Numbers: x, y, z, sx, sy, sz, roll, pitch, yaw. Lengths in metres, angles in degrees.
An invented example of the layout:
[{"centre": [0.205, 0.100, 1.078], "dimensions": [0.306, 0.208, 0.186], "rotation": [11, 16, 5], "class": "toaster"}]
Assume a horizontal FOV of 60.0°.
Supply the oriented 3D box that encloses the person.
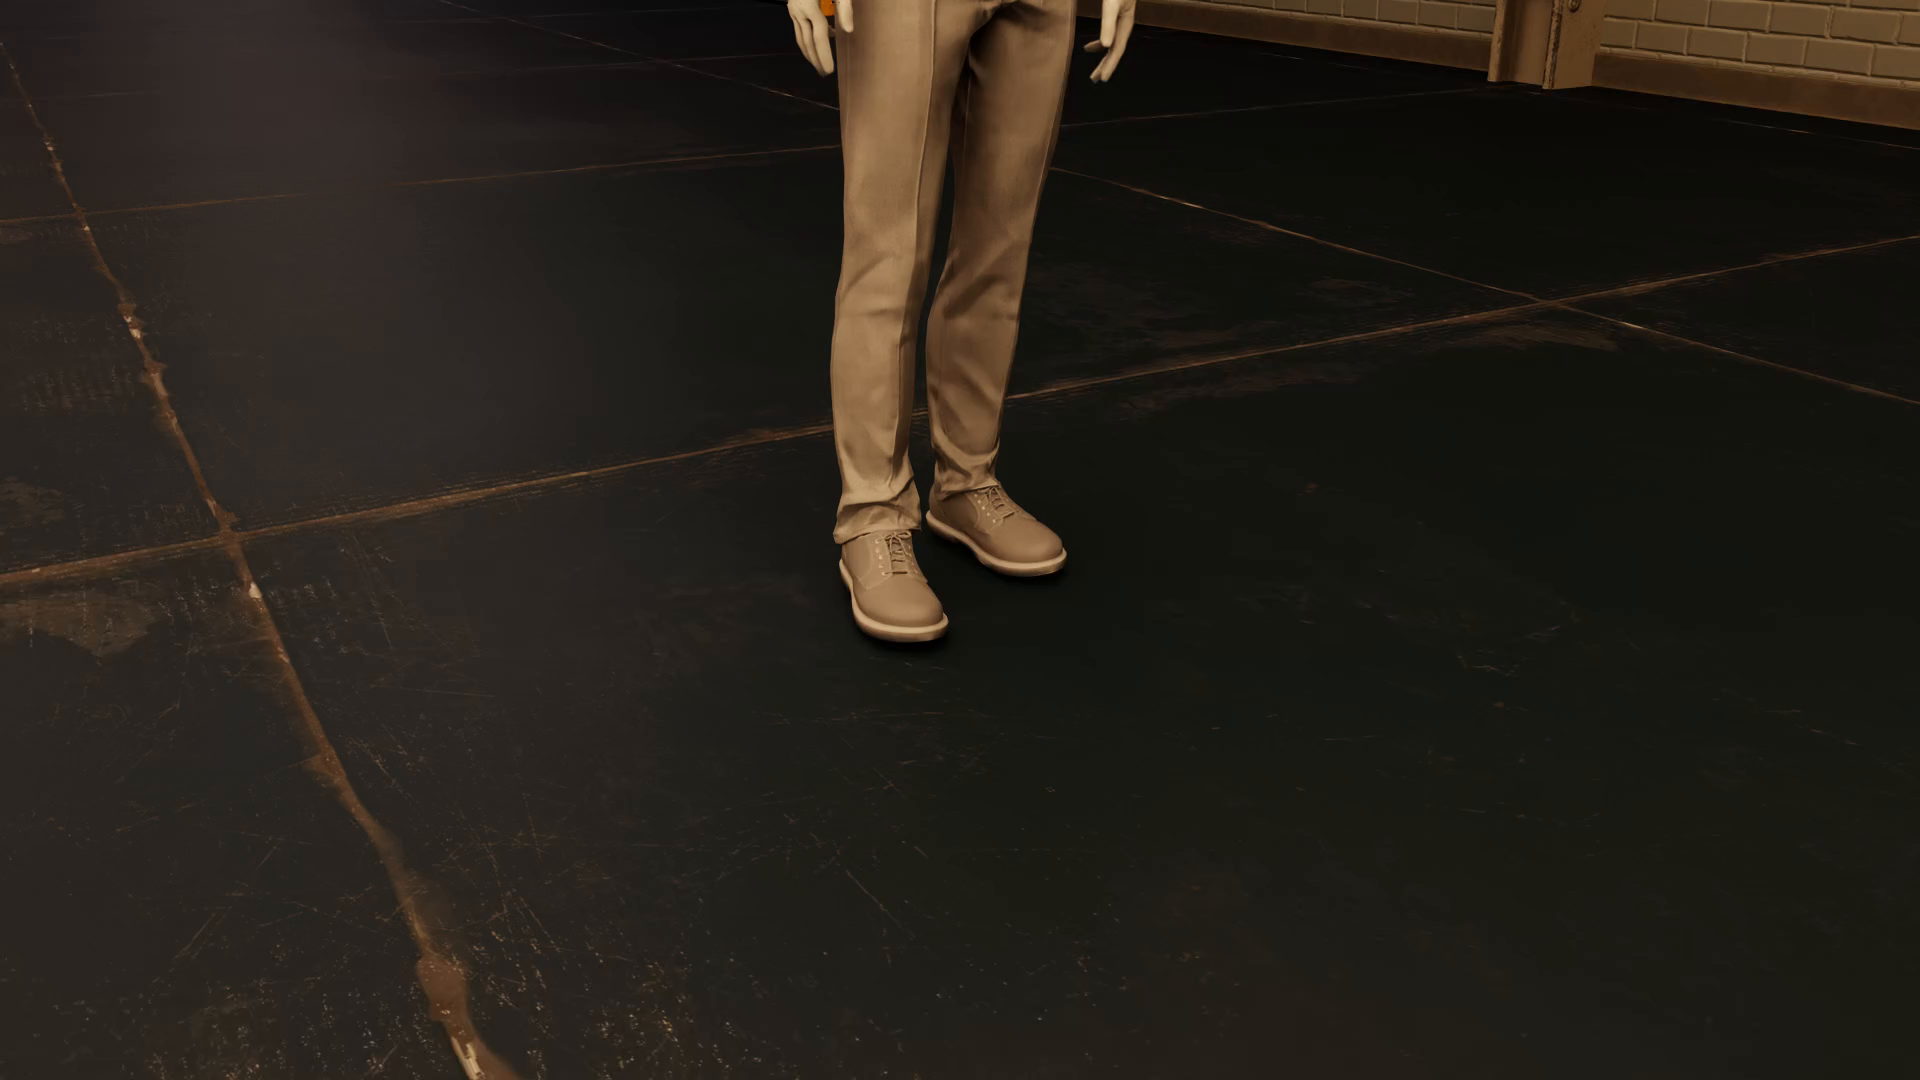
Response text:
[{"centre": [0.029, -0.767, 2.252], "dimensions": [0.587, 1.695, 0.531], "rotation": [-12, 25, -28], "class": "person"}]
